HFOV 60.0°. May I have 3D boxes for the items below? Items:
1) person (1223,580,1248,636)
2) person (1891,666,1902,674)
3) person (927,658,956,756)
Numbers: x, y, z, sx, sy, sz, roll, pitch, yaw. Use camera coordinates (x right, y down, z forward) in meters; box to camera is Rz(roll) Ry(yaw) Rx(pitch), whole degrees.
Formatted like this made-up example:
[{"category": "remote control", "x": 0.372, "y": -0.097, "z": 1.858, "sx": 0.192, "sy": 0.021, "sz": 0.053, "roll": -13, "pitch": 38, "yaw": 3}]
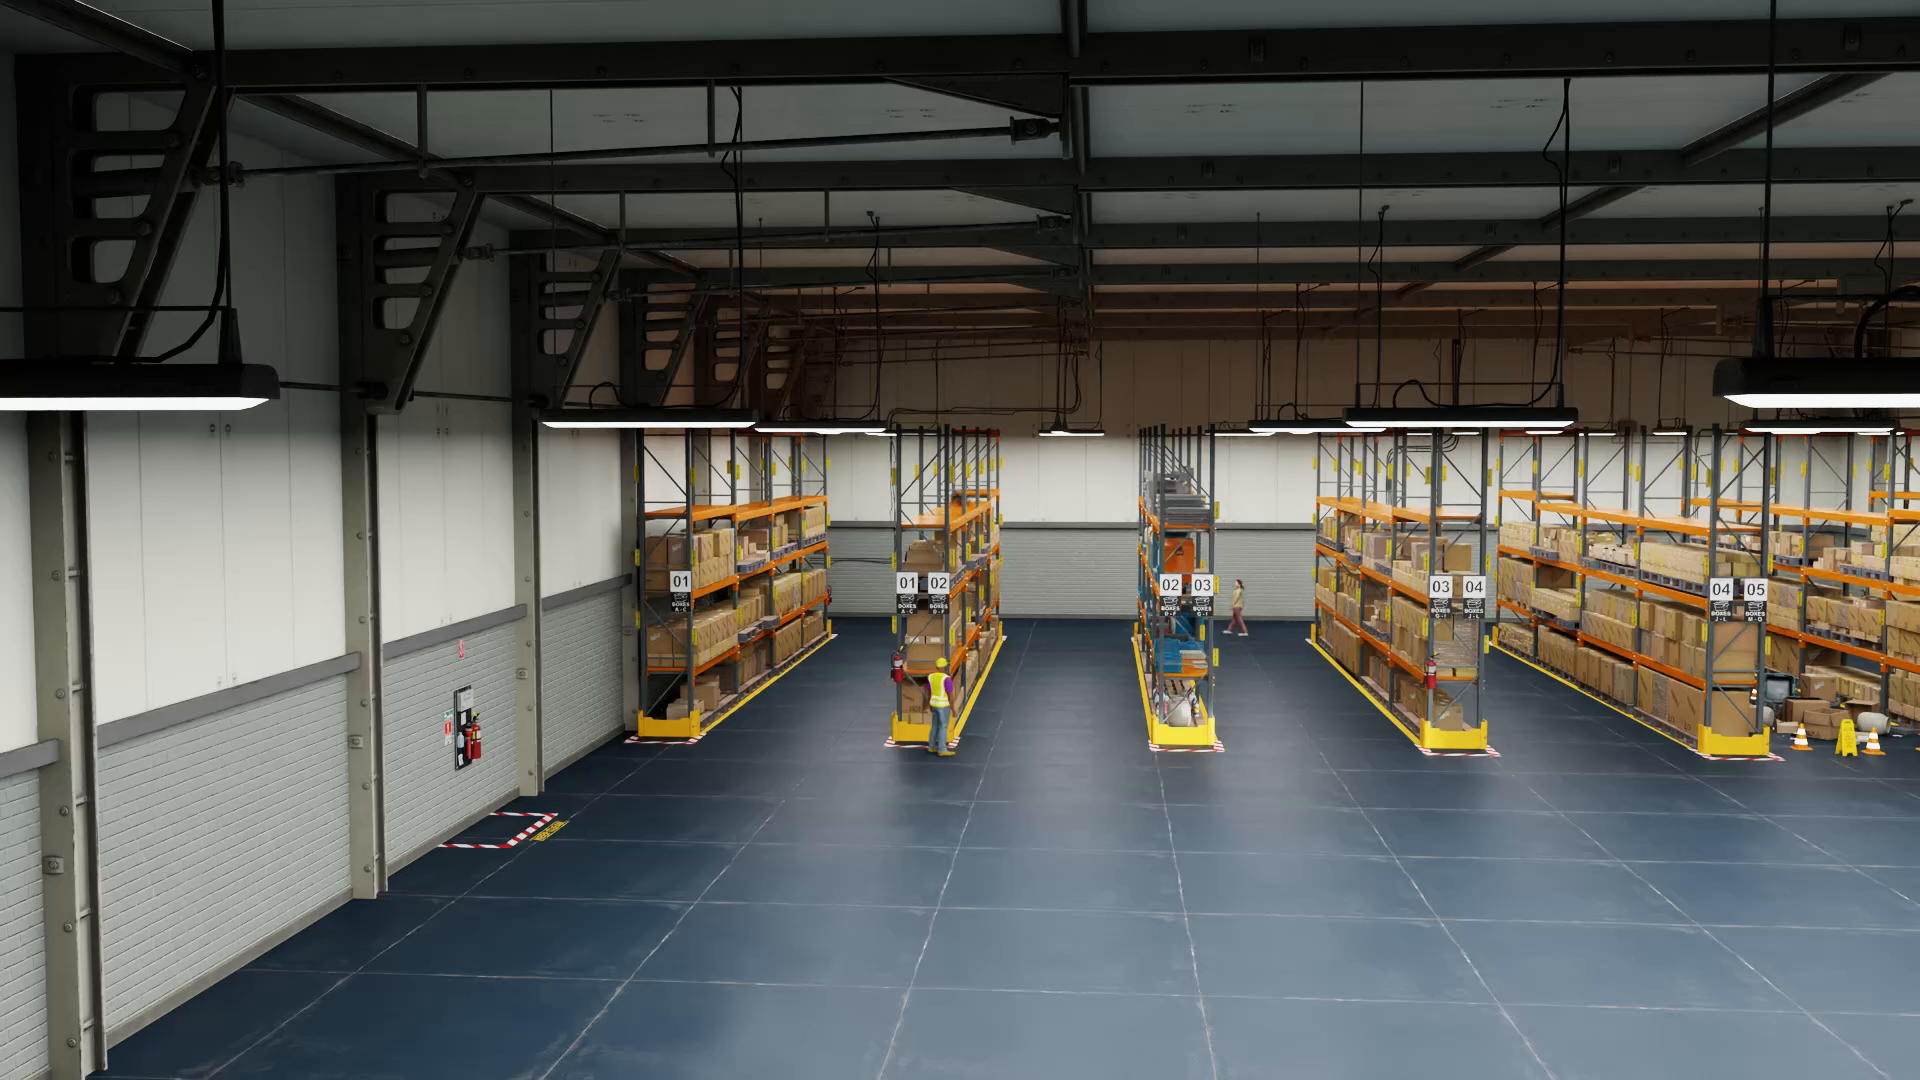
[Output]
[{"category": "person", "x": 8.002, "y": 1.953, "z": 48.238, "sx": 0.540, "sy": 1.613, "sz": 0.978, "roll": -3, "pitch": 4, "yaw": -39}, {"category": "person", "x": 22.491, "y": 2.468, "z": 39.914, "sx": 0.536, "sy": 1.690, "sz": 0.659, "roll": -1, "pitch": 4, "yaw": -10}, {"category": "person", "x": -0.339, "y": 3.021, "z": 30.105, "sx": 0.406, "sy": 1.792, "sz": 0.654, "roll": -3, "pitch": 4, "yaw": -37}]
